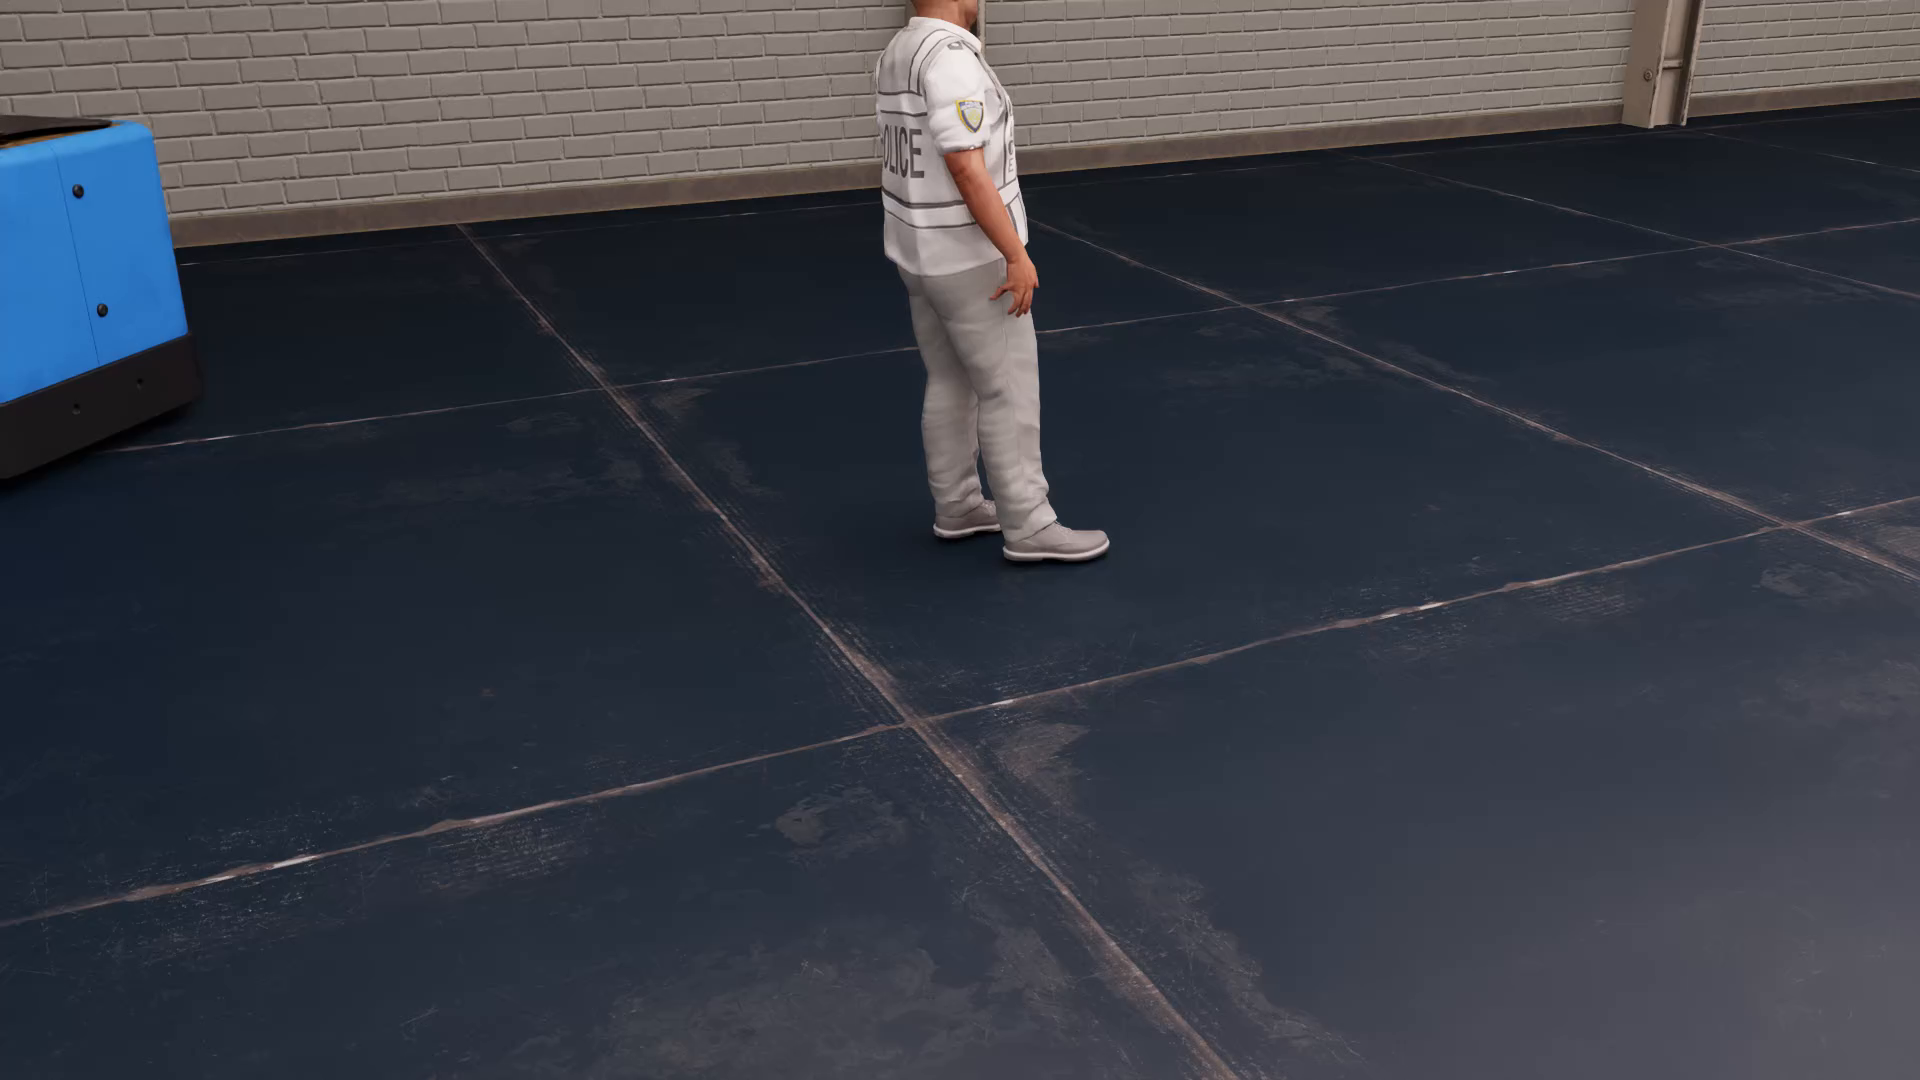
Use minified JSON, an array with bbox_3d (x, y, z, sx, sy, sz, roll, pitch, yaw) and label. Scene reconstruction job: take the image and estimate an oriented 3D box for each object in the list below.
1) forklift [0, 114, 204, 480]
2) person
[{"bbox_3d":[-4.405,-1.818,5.662,3.031,2.935,1.130,6,23,15],"label":"forklift"},{"bbox_3d":[0.076,-0.835,4.784,0.574,1.772,0.641,-10,25,-23],"label":"person"}]
